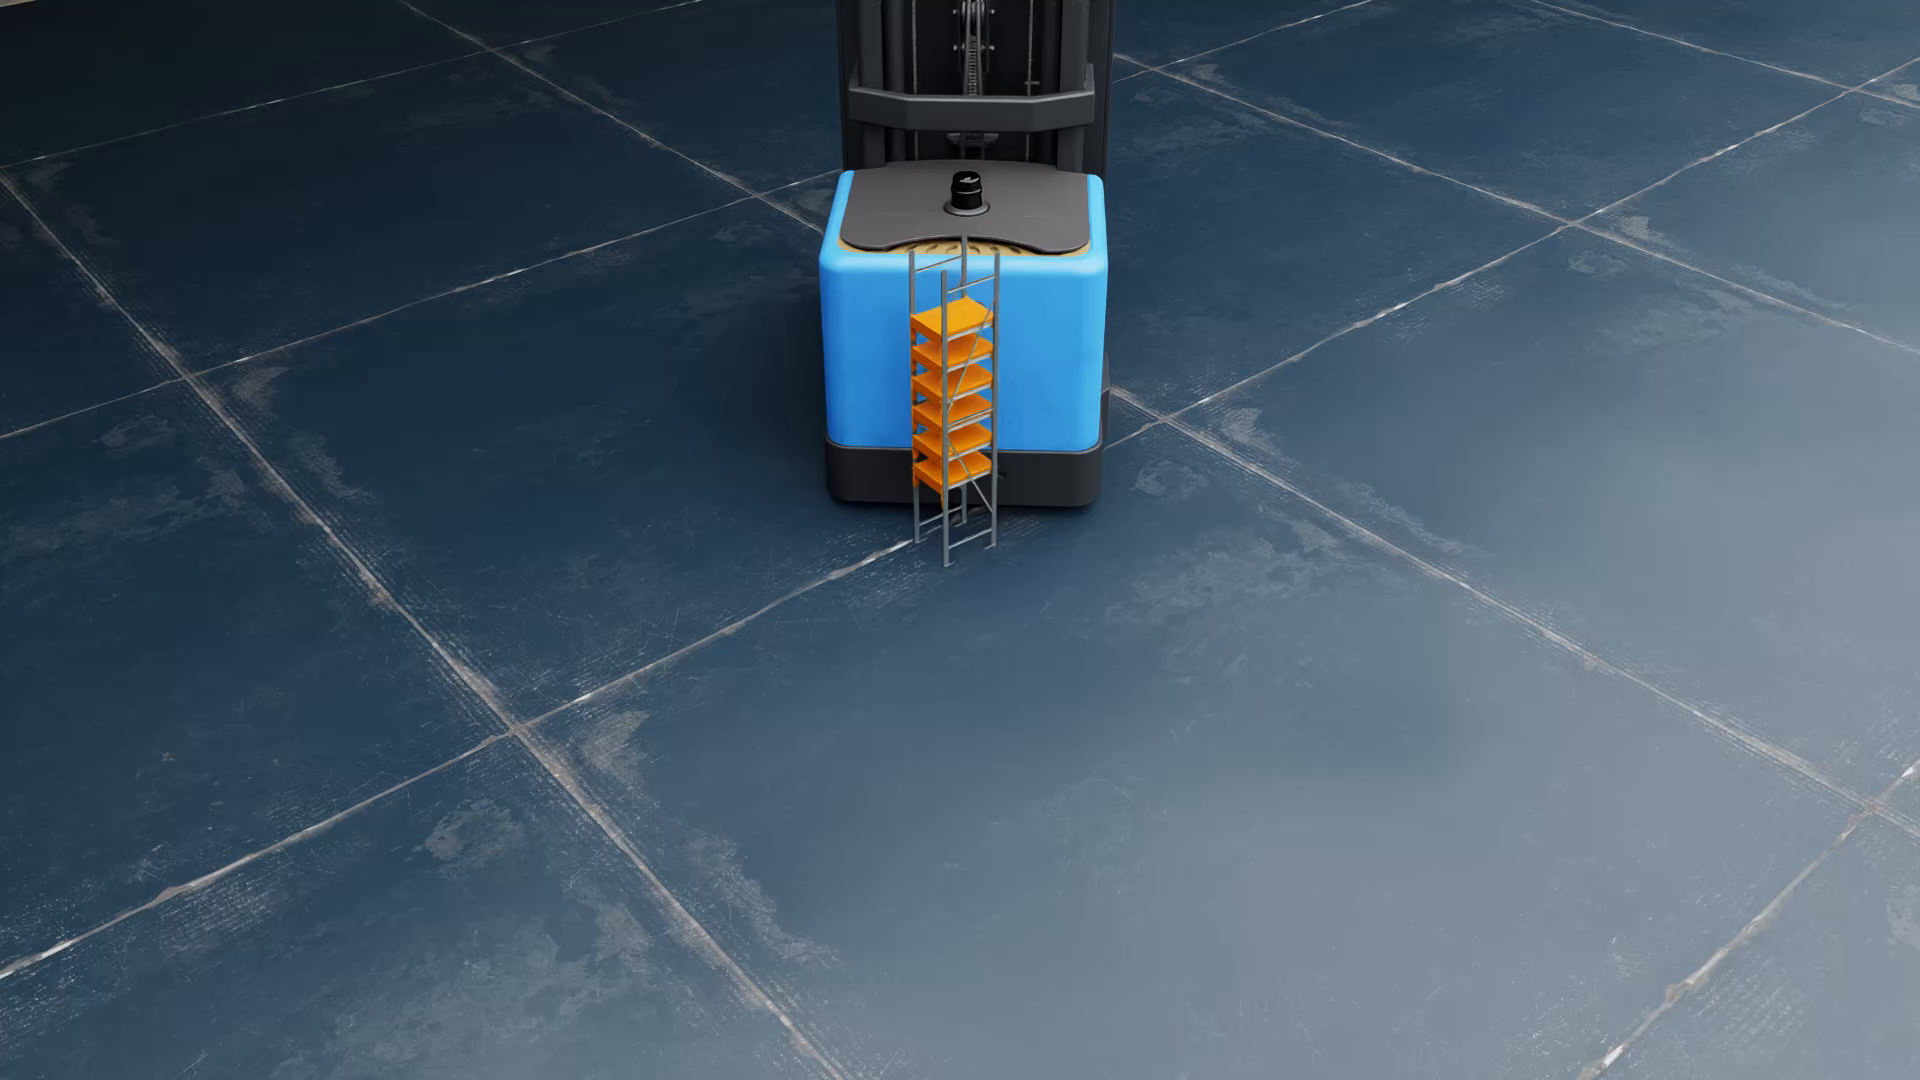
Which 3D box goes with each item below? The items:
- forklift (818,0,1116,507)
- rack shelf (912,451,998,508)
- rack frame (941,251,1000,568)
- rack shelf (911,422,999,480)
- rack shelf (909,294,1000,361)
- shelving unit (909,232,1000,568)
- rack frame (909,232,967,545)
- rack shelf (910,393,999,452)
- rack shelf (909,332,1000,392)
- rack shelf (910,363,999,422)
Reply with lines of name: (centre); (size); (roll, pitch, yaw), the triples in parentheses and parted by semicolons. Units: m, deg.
forklift: (0.072, -2.147, 6.746); (1.130, 2.935, 3.031); (1, 35, 2)
rack shelf: (-0.019, -0.239, 6.041); (0.258, 0.103, 0.180); (-23, 41, -29)
rack frame: (0.036, -0.428, 5.817); (0.240, 1.200, 0.006); (-23, 41, -29)
rack shelf: (-0.019, -0.337, 5.972); (0.258, 0.103, 0.180); (-23, 41, -29)
rack shelf: (-0.019, -0.728, 5.694); (0.258, 0.103, 0.180); (-23, 41, -29)
shelving unit: (-0.019, -0.471, 5.877); (0.258, 1.200, 0.189); (-23, 41, -29)
rack frame: (-0.073, -0.513, 5.936); (0.240, 1.200, 0.006); (-23, 41, -29)
rack shelf: (-0.019, -0.435, 5.902); (0.258, 0.103, 0.180); (-23, 41, -29)
rack shelf: (-0.019, -0.630, 5.764); (0.258, 0.103, 0.180); (-23, 41, -29)
rack shelf: (-0.019, -0.532, 5.833); (0.258, 0.103, 0.180); (-23, 41, -29)
